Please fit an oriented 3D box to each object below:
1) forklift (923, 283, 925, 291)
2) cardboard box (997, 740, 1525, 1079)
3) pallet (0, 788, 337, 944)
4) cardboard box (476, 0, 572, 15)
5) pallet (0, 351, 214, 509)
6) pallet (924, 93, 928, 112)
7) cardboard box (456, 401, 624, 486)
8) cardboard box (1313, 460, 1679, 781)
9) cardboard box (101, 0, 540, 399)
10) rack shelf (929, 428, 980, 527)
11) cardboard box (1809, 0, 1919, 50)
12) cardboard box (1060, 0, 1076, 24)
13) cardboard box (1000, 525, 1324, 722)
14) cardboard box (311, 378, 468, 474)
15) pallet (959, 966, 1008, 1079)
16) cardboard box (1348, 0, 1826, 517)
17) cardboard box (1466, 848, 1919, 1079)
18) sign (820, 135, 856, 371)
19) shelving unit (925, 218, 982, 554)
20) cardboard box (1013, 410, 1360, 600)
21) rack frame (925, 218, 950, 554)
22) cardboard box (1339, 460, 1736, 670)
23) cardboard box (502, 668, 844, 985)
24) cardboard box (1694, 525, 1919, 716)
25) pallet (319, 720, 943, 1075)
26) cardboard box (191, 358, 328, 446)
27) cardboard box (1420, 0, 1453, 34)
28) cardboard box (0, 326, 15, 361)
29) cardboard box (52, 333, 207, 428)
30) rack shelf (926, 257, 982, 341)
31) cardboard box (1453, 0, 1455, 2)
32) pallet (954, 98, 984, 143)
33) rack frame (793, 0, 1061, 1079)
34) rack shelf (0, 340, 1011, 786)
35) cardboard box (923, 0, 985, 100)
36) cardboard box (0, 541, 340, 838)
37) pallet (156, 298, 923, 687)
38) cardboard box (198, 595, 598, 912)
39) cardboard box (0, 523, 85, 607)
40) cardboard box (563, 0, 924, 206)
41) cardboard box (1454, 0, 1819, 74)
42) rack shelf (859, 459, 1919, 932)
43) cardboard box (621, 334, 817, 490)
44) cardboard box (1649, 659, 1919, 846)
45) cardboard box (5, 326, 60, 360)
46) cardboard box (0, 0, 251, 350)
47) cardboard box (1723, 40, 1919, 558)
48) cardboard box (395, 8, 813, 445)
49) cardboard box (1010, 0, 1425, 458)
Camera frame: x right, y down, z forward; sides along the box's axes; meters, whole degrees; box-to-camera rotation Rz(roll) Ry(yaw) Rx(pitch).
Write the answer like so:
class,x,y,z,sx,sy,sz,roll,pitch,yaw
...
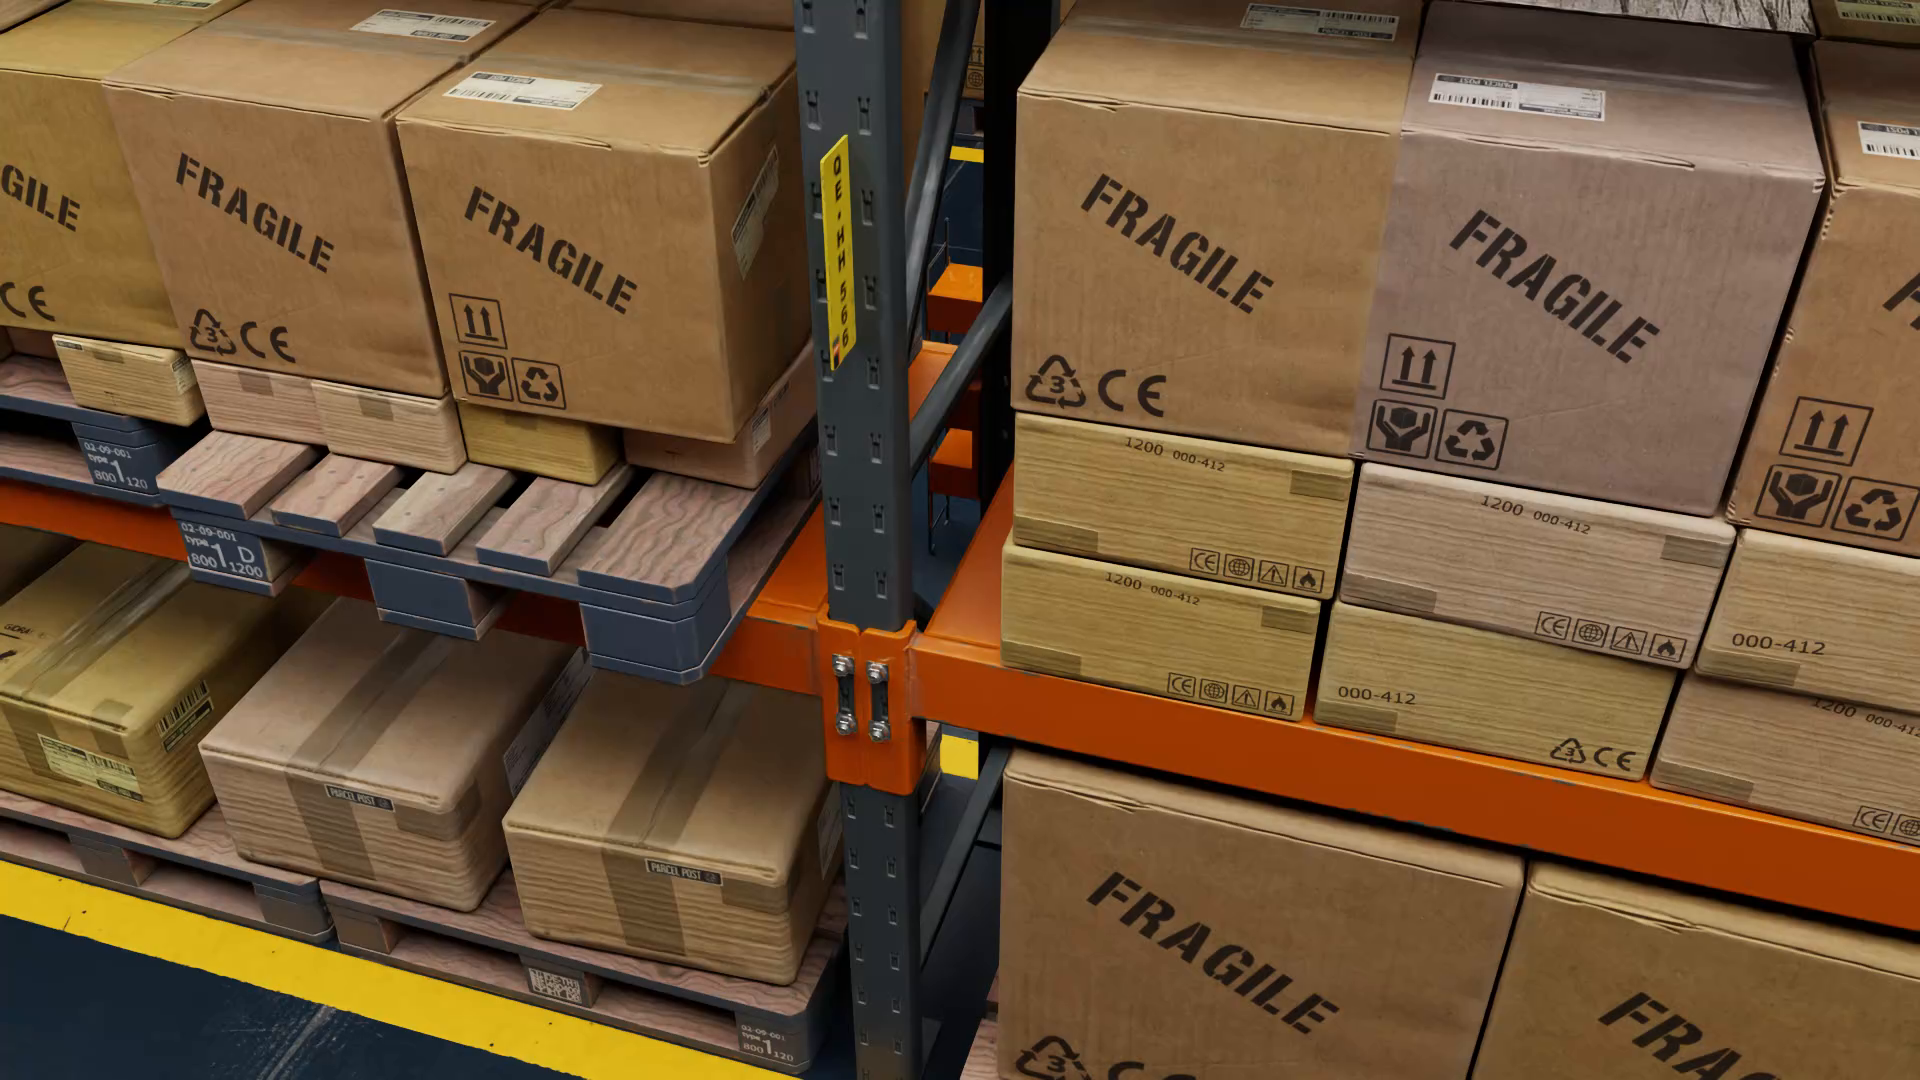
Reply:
class,x,y,z,sx,sy,sz,roll,pitch,yaw
forklift,-1.251,-2.743,6.504,1.130,2.935,3.031,-17,40,-22
cardboard box,0.617,0.578,3.373,0.875,0.875,0.875,10,38,13
pallet,-1.923,0.489,4.407,1.213,0.211,1.003,10,38,14
cardboard box,-0.877,-0.906,3.260,0.500,0.500,0.500,12,38,16
pallet,-1.919,-0.527,3.598,1.213,0.211,1.003,10,38,14
pallet,-0.528,-2.372,8.295,1.213,0.211,1.003,10,38,14
cardboard box,-0.678,-0.277,2.954,0.250,0.149,0.380,11,38,15
cardboard box,0.870,0.092,2.721,0.500,0.250,0.500,9,37,13
cardboard box,-1.031,-0.615,2.866,0.500,0.500,0.500,10,38,13
rack shelf,0.051,-0.181,5.097,0.240,0.259,0.215,10,38,14
cardboard box,1.519,-0.600,2.607,0.500,0.500,0.500,11,38,14
cardboard box,0.808,-2.518,7.684,0.750,0.750,1.050,10,38,13
cardboard box,0.375,0.011,2.831,0.500,0.250,0.500,10,37,13
cardboard box,-0.932,-0.296,2.980,0.250,0.149,0.380,10,38,14
pallet,0.713,1.027,3.676,1.213,0.211,1.003,10,38,14
cardboard box,0.857,-0.413,2.353,0.500,0.500,0.500,11,38,14
cardboard box,1.467,0.738,3.155,0.875,0.875,0.875,11,38,14
sign,-0.170,-0.404,2.358,0.005,0.325,0.100,10,38,14
shelving unit,0.051,-0.413,4.926,0.252,1.050,0.215,10,38,14
cardboard box,0.393,-0.190,2.682,0.500,0.250,0.500,10,38,14
rack frame,-0.065,-0.435,4.955,0.008,1.050,0.200,10,38,14
cardboard box,0.886,-0.098,2.557,0.500,0.250,0.500,11,38,15
cardboard box,-0.554,0.506,3.895,0.625,0.372,0.950,8,37,11
cardboard box,1.358,-0.002,2.428,0.500,0.250,0.500,10,38,14
pallet,-0.763,0.706,4.112,1.213,0.211,1.003,10,38,14
cardboard box,-1.169,-0.345,3.046,0.250,0.149,0.380,9,37,12
cardboard box,0.554,-0.777,2.848,0.500,0.500,0.500,10,37,13
cardboard box,-1.903,-0.500,3.256,0.250,0.149,0.380,9,37,12
cardboard box,-1.436,-0.386,3.102,0.250,0.149,0.380,11,38,15
rack shelf,0.051,-0.633,4.764,0.240,0.259,0.215,10,38,14
cardboard box,1.948,-2.302,6.969,0.500,0.250,0.500,9,37,12
pallet,0.632,-2.155,8.000,1.213,0.211,1.003,10,38,14
rack frame,-0.017,-0.278,3.097,0.127,3.000,1.000,10,38,14
rack shelf,-1.926,-0.342,3.791,4.000,0.370,1.077,10,38,14
cardboard box,-0.028,-2.671,7.892,0.750,0.750,1.050,11,38,15
cardboard box,-1.982,0.243,4.252,0.625,0.372,0.950,12,38,15
pallet,-0.729,-0.266,3.243,1.003,0.211,1.213,10,38,14
cardboard box,-1.260,0.380,4.066,0.625,0.372,0.950,10,37,13
cardboard box,-2.647,0.121,4.418,0.625,0.372,0.950,13,38,17
cardboard box,-0.378,-0.818,3.141,0.500,0.500,0.500,9,37,13
cardboard box,1.046,-0.691,2.731,0.500,0.500,0.500,11,38,15
rack shelf,1.892,0.365,2.830,4.000,0.370,1.077,10,38,14
cardboard box,-0.400,-0.271,2.945,0.250,0.149,0.380,12,38,16
cardboard box,1.369,0.188,2.590,0.500,0.250,0.500,12,38,15
cardboard box,-1.639,-0.502,3.259,0.250,0.149,0.380,11,38,14
cardboard box,-1.513,-0.704,2.986,0.500,0.500,0.500,8,37,11
cardboard box,1.346,-0.313,2.217,0.500,0.500,0.500,12,38,15
cardboard box,-0.534,-0.530,2.750,0.500,0.500,0.500,9,37,13
cardboard box,0.381,-0.495,2.465,0.500,0.500,0.500,9,37,12
